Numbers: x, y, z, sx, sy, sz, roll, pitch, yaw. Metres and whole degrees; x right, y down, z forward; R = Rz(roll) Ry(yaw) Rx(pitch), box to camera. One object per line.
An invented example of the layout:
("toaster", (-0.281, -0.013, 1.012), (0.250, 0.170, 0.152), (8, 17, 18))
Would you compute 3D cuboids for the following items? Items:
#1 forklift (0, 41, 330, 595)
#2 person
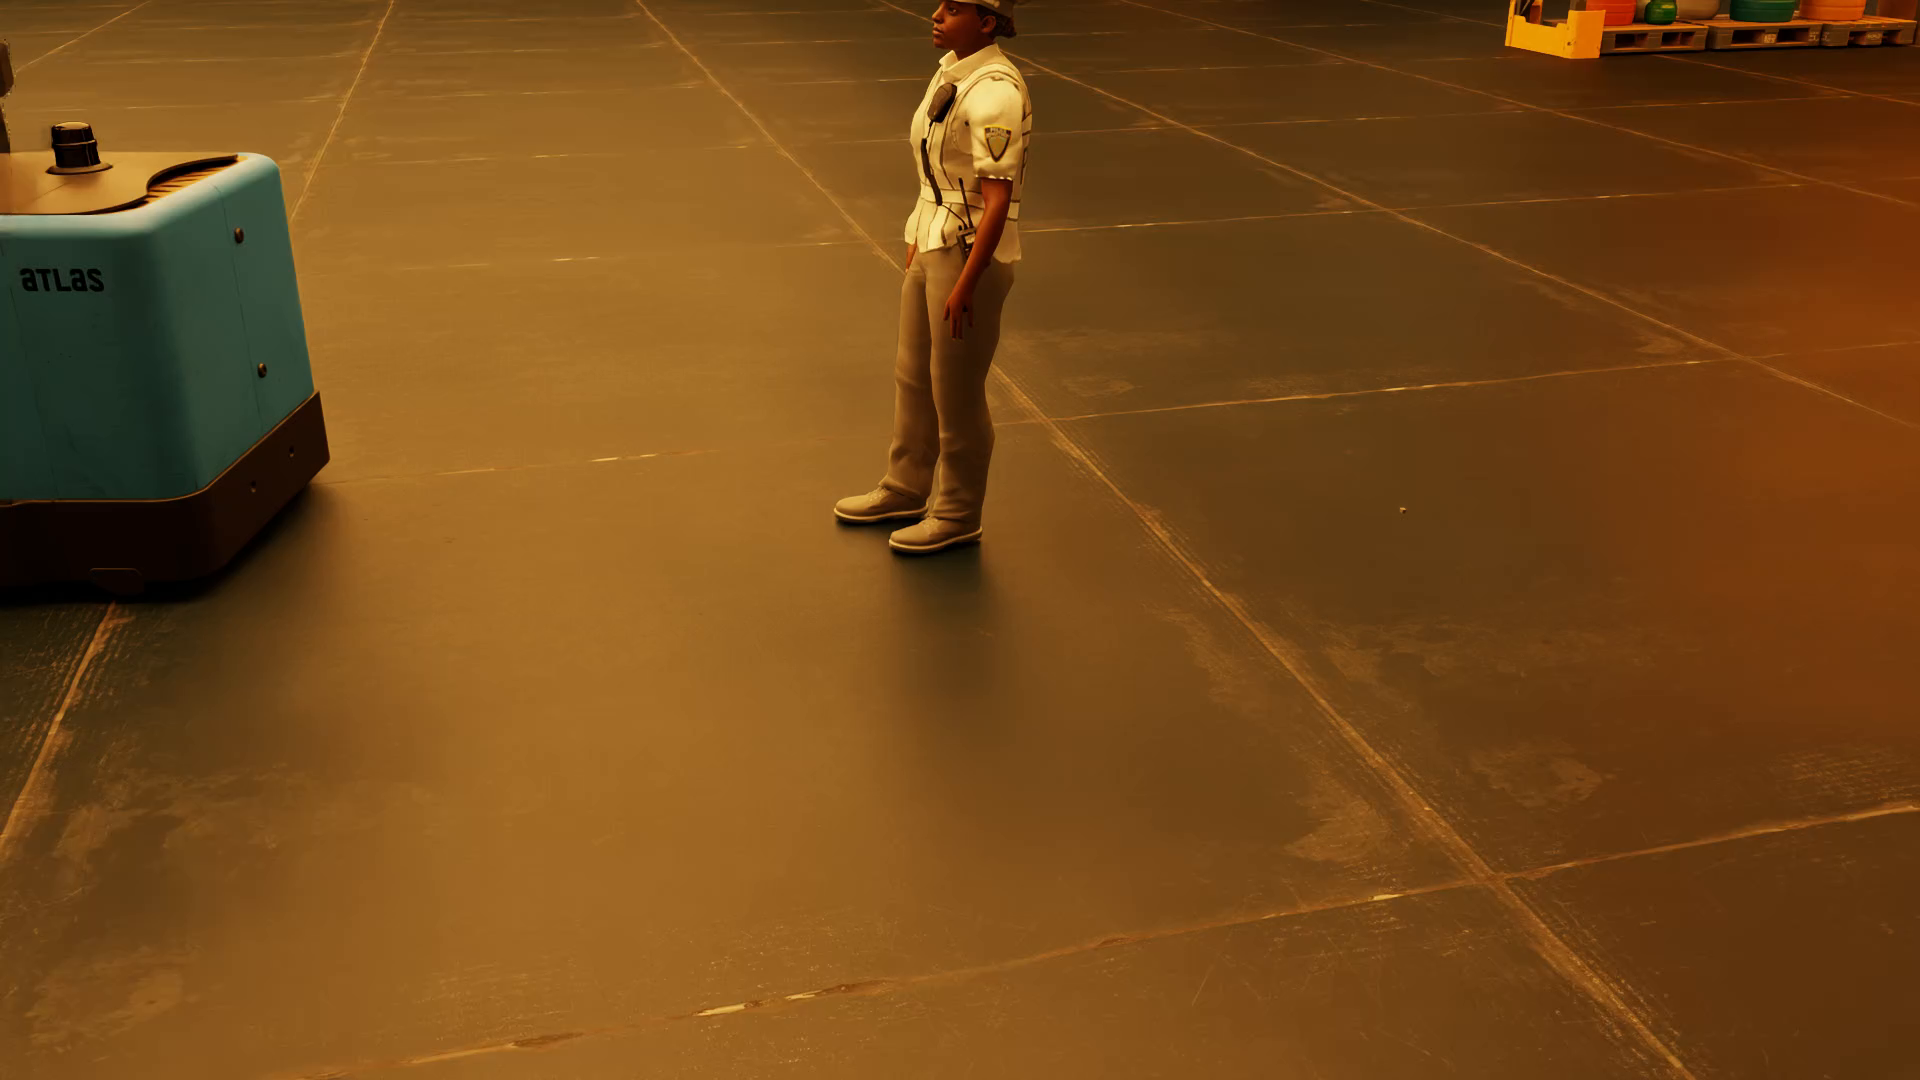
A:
("forklift", (-3.592, -1.373, 4.536), (3.031, 2.935, 1.130), (0, 23, 0))
("person", (-0.078, -0.786, 4.718), (0.528, 1.695, 0.569), (-6, 24, -14))
